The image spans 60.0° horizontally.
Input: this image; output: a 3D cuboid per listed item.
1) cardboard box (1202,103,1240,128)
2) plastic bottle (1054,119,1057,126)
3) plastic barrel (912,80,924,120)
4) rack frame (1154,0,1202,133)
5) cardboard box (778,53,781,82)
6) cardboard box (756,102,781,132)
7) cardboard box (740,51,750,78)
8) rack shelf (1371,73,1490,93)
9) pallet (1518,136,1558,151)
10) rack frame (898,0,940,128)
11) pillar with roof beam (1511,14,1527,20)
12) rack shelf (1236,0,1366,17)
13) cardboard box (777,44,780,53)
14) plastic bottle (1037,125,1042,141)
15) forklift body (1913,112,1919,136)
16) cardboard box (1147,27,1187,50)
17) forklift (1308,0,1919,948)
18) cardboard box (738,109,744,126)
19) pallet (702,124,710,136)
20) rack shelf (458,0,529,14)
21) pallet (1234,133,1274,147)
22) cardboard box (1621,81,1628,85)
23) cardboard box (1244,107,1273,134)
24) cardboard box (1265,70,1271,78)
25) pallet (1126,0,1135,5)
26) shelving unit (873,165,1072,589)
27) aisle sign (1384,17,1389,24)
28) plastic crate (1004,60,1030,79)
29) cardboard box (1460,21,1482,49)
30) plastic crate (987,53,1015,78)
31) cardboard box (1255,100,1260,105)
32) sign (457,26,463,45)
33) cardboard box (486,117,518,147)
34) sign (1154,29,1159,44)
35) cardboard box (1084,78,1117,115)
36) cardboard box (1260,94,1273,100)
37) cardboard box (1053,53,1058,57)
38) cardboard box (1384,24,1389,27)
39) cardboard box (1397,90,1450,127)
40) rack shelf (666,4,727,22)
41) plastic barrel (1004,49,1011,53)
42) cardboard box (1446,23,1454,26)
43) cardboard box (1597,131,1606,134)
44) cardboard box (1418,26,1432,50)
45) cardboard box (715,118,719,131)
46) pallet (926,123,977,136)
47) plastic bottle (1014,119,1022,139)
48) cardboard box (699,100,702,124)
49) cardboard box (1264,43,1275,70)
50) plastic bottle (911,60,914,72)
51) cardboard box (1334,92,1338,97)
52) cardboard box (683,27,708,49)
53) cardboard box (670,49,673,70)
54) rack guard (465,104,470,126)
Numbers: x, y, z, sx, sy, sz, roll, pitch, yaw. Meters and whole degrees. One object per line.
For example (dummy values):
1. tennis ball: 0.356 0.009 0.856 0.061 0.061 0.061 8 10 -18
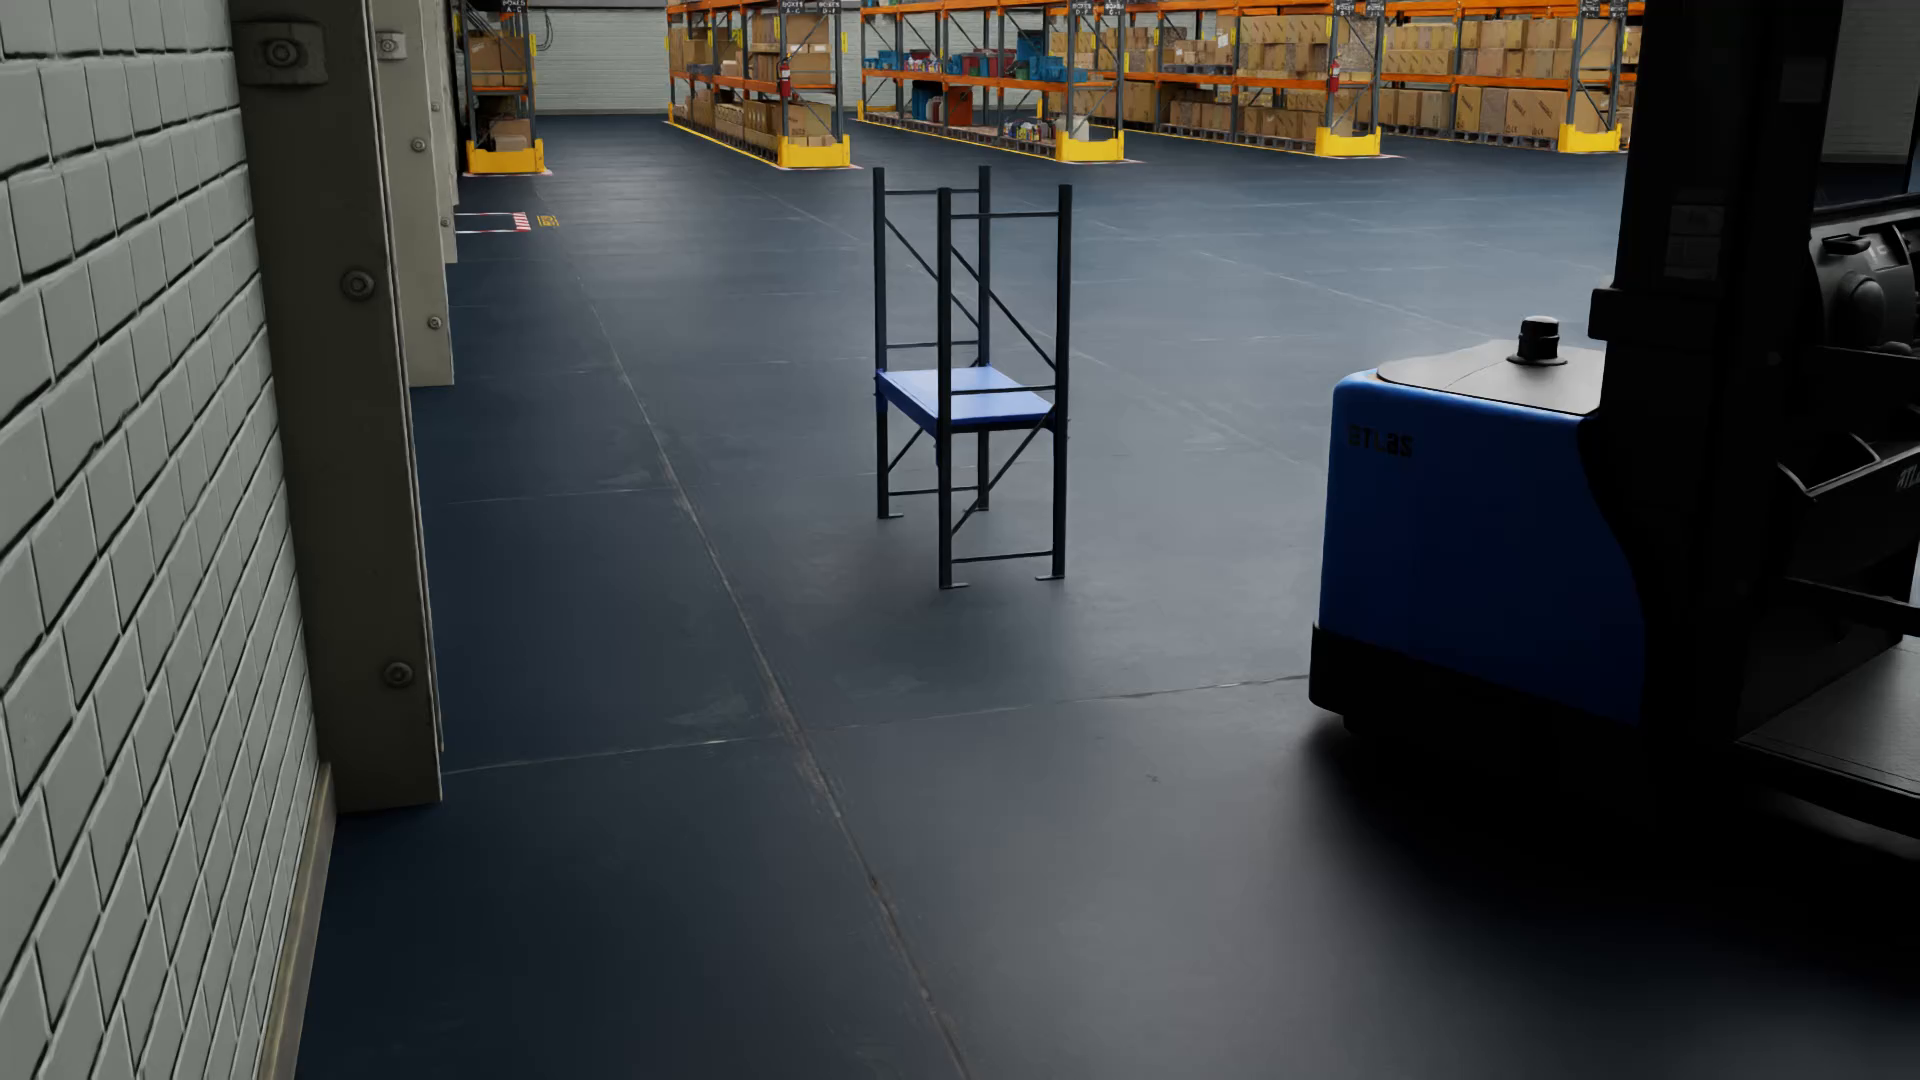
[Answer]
1. cardboard box: 5.577 -9.030 35.379 0.700 0.500 0.500 -6 18 -20
2. plastic bottle: 1.825 -7.809 31.576 0.144 0.351 0.185 -5 17 -16
3. plastic barrel: -0.836 -10.422 39.352 0.600 0.901 0.708 -5 17 -15
4. rack frame: 4.893 -10.663 37.236 1.000 3.000 0.127 -5 17 -15
5. cardboard box: -2.700 -7.991 28.167 0.700 0.500 0.500 -4 17 -14
6. cardboard box: -3.293 -7.450 29.286 0.500 0.500 0.500 -5 17 -15
7. cardboard box: -4.012 -9.320 32.592 0.500 0.500 0.500 -5 17 -15
8. rack shelf: 10.239 -10.129 36.710 1.077 0.370 4.000 -5 17 -15
9. pallet: 11.593 -7.694 32.199 1.003 0.211 1.213 -5 17 -15
10. rack frame: -0.969 -11.378 39.616 1.000 3.000 0.127 -5 17 -15
11. pillar with roof beam: 12.980 -17.403 49.245 9.100 9.000 0.400 -5 17 -15
12. rack shelf: 6.542 -10.095 31.383 1.077 0.370 4.000 -5 17 -15
13. cardboard box: -2.867 -8.260 27.935 0.380 0.149 0.250 -5 17 -16
14. plastic bottle: 1.462 -7.522 30.737 0.061 0.283 0.133 -5 17 -15
15. forklift body: 19.116 -9.601 35.176 2.313 2.155 1.214 -5 17 -15
16. cardboard box: 4.707 -11.395 37.755 0.797 0.503 0.637 -4 17 -13
17. forklift: 2.423 -0.626 3.941 1.130 2.935 3.031 -14 22 -40
18. cardboard box: -3.921 -8.017 31.501 0.500 0.311 0.500 -5 17 -15
19. pallet: -5.134 -9.092 36.852 1.003 0.211 1.213 -5 17 -15
20. rack shelf: -7.746 -8.921 27.472 1.077 0.370 4.000 -5 17 -15
21. pallet: 6.210 -8.038 33.345 1.003 0.211 1.213 -5 17 -15
22. cardboard box: 17.994 -12.288 44.616 0.380 0.149 0.250 -5 17 -16
23. cardboard box: 6.063 -8.447 33.473 0.500 0.500 0.500 -5 18 -17
24. cardboard box: 6.129 -9.009 32.167 0.380 0.149 0.250 -5 17 -15
25. pallet: 4.355 -12.492 38.440 1.003 0.211 1.213 -4 17 -13
26. shelving unit: 0.023 -0.695 6.658 0.538 1.500 1.048 -5 17 -15
27. aisle sign: 11.924 -14.901 46.827 0.394 0.787 0.004 -5 17 -15
28. plastic crate: 1.251 -8.980 31.742 0.767 0.338 0.504 -5 17 -15
29. cardboard box: 10.857 -10.405 34.239 0.875 0.550 0.550 -5 17 -15
30. plastic crate: 0.802 -9.305 32.605 0.402 0.464 0.583 -5 17 -15
31. cardboard box: 7.958 -11.467 43.619 0.380 0.149 0.250 -4 17 -14
32. sign: -8.829 -8.891 29.326 0.100 0.325 0.005 -5 17 -15
33. cardboard box: -7.972 -7.111 28.993 0.500 0.500 0.500 -6 18 -19
34. sign: 4.360 -11.173 36.920 0.100 0.325 0.005 -5 17 -15
35. cardboard box: 3.689 -11.142 41.794 0.875 0.875 0.875 -5 17 -15
36. cardboard box: 8.062 -11.546 43.367 0.380 0.149 0.250 -4 17 -13
37. cardboard box: 2.716 -12.649 43.592 0.500 0.250 0.500 -5 17 -16
38. cardboard box: 12.054 -14.377 46.560 0.380 0.149 0.250 -4 17 -14
39. cardboard box: 10.270 -9.476 36.466 1.050 0.750 0.750 -5 17 -15
40. rack shelf: -6.282 -12.633 39.829 1.077 0.370 4.000 -5 17 -15
41. plastic barrel: 0.976 -9.715 33.844 0.433 0.535 0.433 0 17 0
42. cardboard box: 12.931 -13.450 43.476 0.380 0.149 0.250 -5 17 -16
43. cardboard box: 13.032 -8.282 34.060 0.396 0.266 0.258 -2 17 -6
44. cardboard box: 10.365 -10.866 36.001 0.700 0.500 0.500 -5 17 -15
45. cardboard box: -4.772 -8.597 34.408 0.500 0.250 0.500 -5 17 -15
46. pallet: -0.126 -9.151 37.049 1.003 0.211 1.213 -5 17 -15
47. plastic bottle: 1.104 -7.799 31.540 0.144 0.351 0.185 -5 18 -18
48. cardboard box: -5.546 -9.562 37.152 0.500 0.500 0.500 -4 17 -15
49. cardboard box: 6.394 -9.346 32.161 0.875 0.500 0.500 -5 17 -15
50. plastic bottle: -1.102 -11.023 38.657 0.097 0.271 0.097 0 17 0
51. cardboard box: 9.100 -10.698 39.663 0.500 0.250 0.500 -4 17 -14
52. cardboard box: -6.120 -11.633 38.555 0.500 0.500 0.500 -5 17 -15
53. cardboard box: -6.963 -11.998 41.507 0.500 0.500 0.500 -4 17 -14
54. rack guard: -11.600 -10.511 41.073 1.175 0.500 0.348 -5 17 -15
